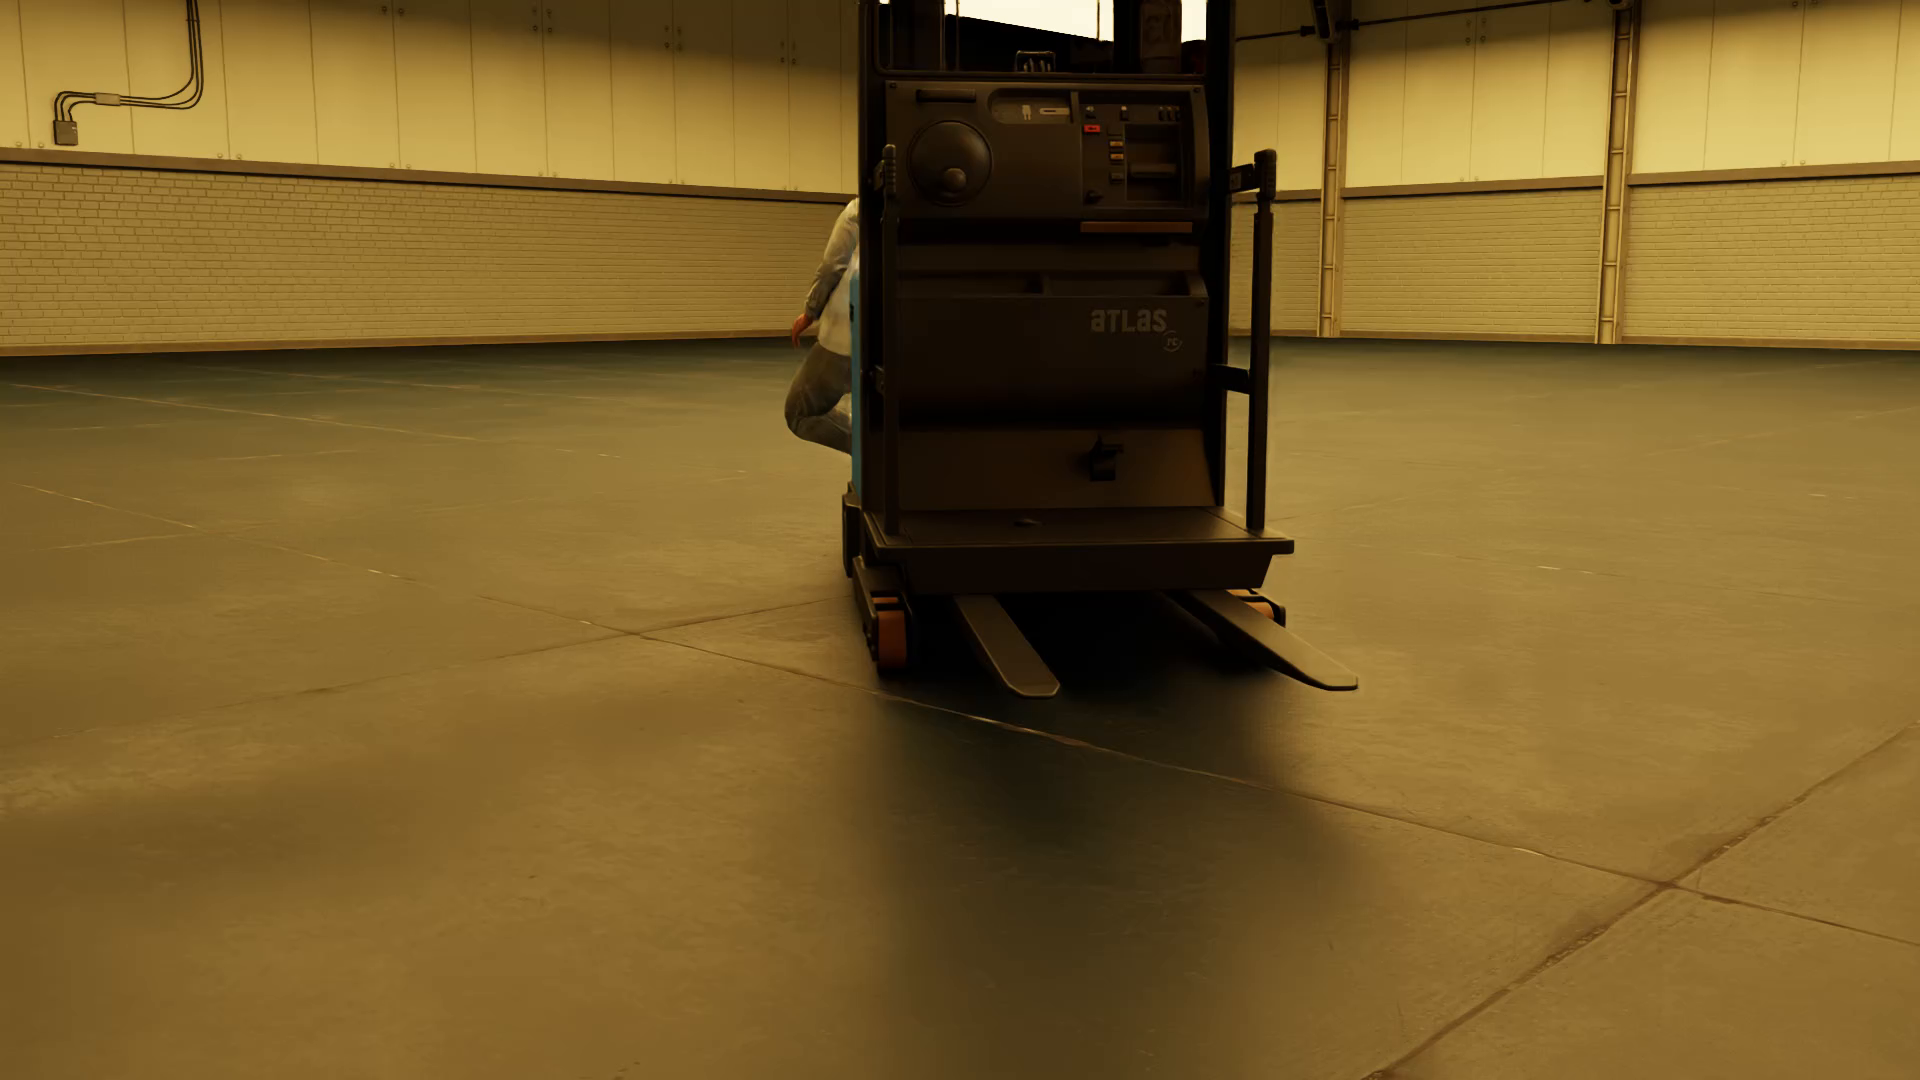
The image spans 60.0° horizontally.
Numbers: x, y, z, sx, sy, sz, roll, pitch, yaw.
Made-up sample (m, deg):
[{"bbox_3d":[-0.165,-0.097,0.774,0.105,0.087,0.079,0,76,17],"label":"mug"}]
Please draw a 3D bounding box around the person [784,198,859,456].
[{"bbox_3d":[-0.329,-0.834,6.796,0.778,1.644,0.695,-6,10,-33],"label":"person"}]

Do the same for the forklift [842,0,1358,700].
[{"bbox_3d":[0.278,-1.156,4.551,1.130,2.935,3.031,-1,9,-7],"label":"forklift"}]
